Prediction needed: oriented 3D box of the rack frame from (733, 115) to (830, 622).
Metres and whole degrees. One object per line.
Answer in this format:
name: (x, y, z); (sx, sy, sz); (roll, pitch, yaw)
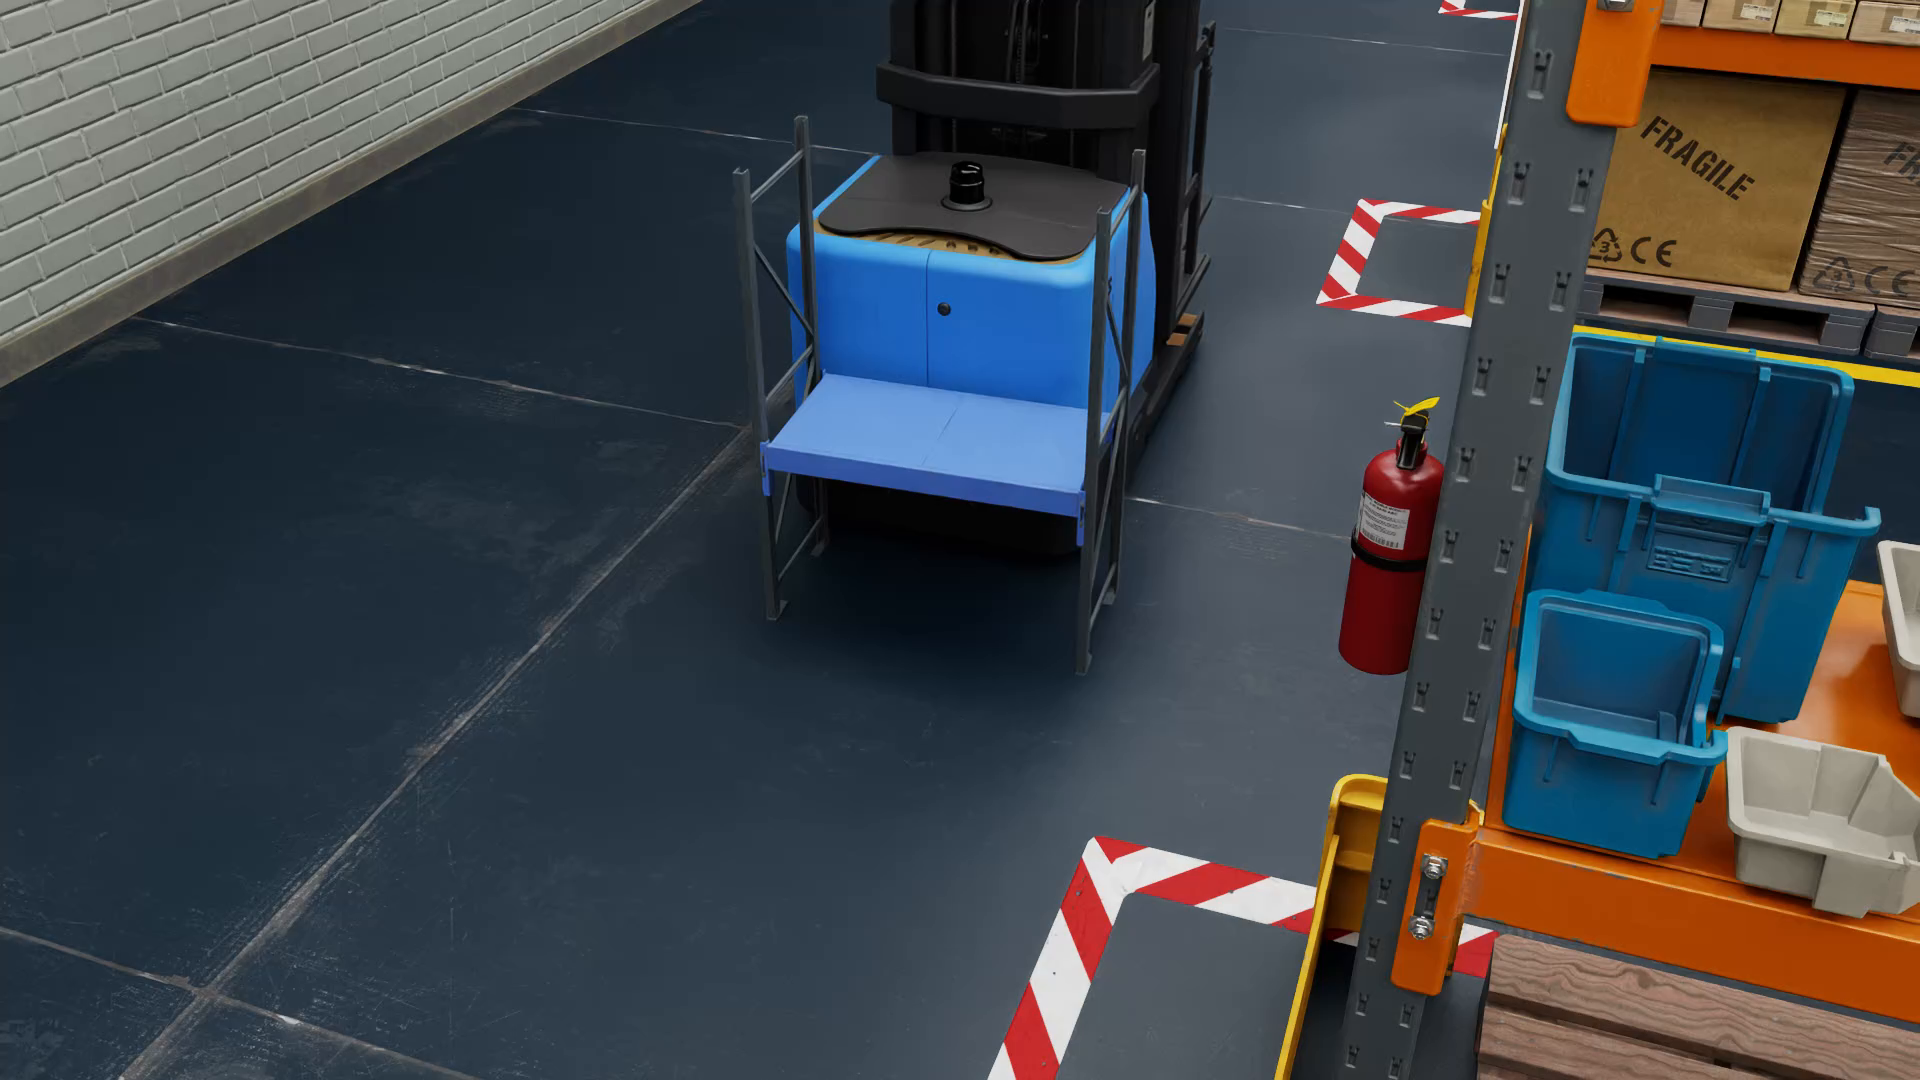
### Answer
rack frame: (-0.535, -0.499, 5.140); (0.032, 1.500, 0.500); (9, 34, 14)

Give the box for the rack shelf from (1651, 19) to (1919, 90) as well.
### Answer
rack shelf: (4.454, -1.825, 6.475); (4.000, 0.370, 1.077); (11, 34, 16)

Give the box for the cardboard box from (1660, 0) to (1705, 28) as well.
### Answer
cardboard box: (2.795, -2.155, 6.553); (0.250, 0.149, 0.380); (11, 35, 17)

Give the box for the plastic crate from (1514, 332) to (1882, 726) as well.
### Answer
plastic crate: (1.279, -0.039, 2.957); (0.499, 0.435, 0.616); (11, 34, 16)

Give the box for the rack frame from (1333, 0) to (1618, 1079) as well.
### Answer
rack frame: (0.901, 0.035, 2.930); (0.127, 3.000, 1.000); (11, 34, 16)

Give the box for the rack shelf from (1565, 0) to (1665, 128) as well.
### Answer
rack shelf: (2.783, -0.556, 1.744); (4.000, 0.370, 1.077); (11, 34, 16)

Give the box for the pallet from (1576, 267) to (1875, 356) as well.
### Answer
pallet: (3.351, -1.216, 7.438); (1.213, 0.211, 1.003); (11, 34, 16)

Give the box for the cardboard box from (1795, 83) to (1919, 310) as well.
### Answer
cardboard box: (4.058, -1.535, 6.933); (0.875, 0.875, 0.875); (11, 34, 16)

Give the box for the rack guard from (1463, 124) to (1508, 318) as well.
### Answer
rack guard: (2.549, -1.448, 7.532); (0.348, 0.500, 1.175); (11, 34, 16)

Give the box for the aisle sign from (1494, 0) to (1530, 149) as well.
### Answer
aisle sign: (0.733, -0.918, 2.010); (0.004, 0.787, 0.394); (11, 34, 16)

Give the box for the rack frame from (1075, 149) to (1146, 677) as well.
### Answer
rack frame: (0.439, -0.341, 4.896); (0.032, 1.500, 0.500); (9, 34, 14)

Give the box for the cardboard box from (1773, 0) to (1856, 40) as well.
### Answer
cardboard box: (3.278, -2.062, 6.409); (0.250, 0.149, 0.380); (10, 34, 15)

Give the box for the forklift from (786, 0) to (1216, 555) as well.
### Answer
forklift: (0.383, -1.975, 6.107); (1.130, 2.935, 3.031); (11, 34, 16)

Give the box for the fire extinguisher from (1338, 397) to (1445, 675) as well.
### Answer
fire extinguisher: (0.912, -0.035, 3.454); (0.183, 0.674, 0.296); (11, 34, 16)

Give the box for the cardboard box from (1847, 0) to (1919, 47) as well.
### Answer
cardboard box: (3.524, -2.015, 6.336); (0.250, 0.149, 0.380); (10, 34, 16)

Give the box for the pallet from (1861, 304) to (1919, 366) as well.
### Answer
pallet: (4.495, -0.992, 7.091); (1.213, 0.211, 1.003); (11, 34, 16)

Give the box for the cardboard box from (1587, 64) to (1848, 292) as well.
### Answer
cardboard box: (3.201, -1.701, 7.191); (0.875, 0.875, 0.875); (11, 34, 16)

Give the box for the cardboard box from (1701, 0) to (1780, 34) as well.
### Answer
cardboard box: (3.037, -2.108, 6.482); (0.250, 0.149, 0.380); (11, 34, 16)

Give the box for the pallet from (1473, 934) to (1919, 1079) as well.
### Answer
pallet: (1.664, 1.378, 3.422); (1.213, 0.211, 1.003); (11, 34, 16)

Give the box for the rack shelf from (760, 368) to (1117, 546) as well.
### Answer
rack shelf: (-0.048, -0.269, 5.115); (1.000, 0.185, 0.538); (9, 34, 14)

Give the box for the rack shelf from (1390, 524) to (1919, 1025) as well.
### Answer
rack shelf: (2.783, 0.704, 2.558); (4.000, 0.370, 1.077); (11, 34, 16)

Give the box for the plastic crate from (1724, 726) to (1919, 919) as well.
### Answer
plastic crate: (1.296, 0.435, 2.498); (0.298, 0.136, 0.250); (11, 34, 16)

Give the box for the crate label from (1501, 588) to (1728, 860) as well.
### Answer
crate label: (1.022, 0.294, 2.628); (0.303, 0.233, 0.416); (11, 34, 16)

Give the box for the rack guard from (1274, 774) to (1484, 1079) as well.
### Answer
rack guard: (0.874, 1.088, 3.604); (0.348, 0.500, 1.175); (11, 34, 16)

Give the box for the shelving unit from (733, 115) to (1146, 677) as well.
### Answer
shelving unit: (-0.048, -0.420, 5.018); (1.048, 1.500, 0.538); (9, 34, 14)

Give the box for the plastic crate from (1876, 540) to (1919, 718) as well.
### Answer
plastic crate: (1.729, 0.178, 2.897); (0.243, 0.136, 0.396); (11, 34, 16)
